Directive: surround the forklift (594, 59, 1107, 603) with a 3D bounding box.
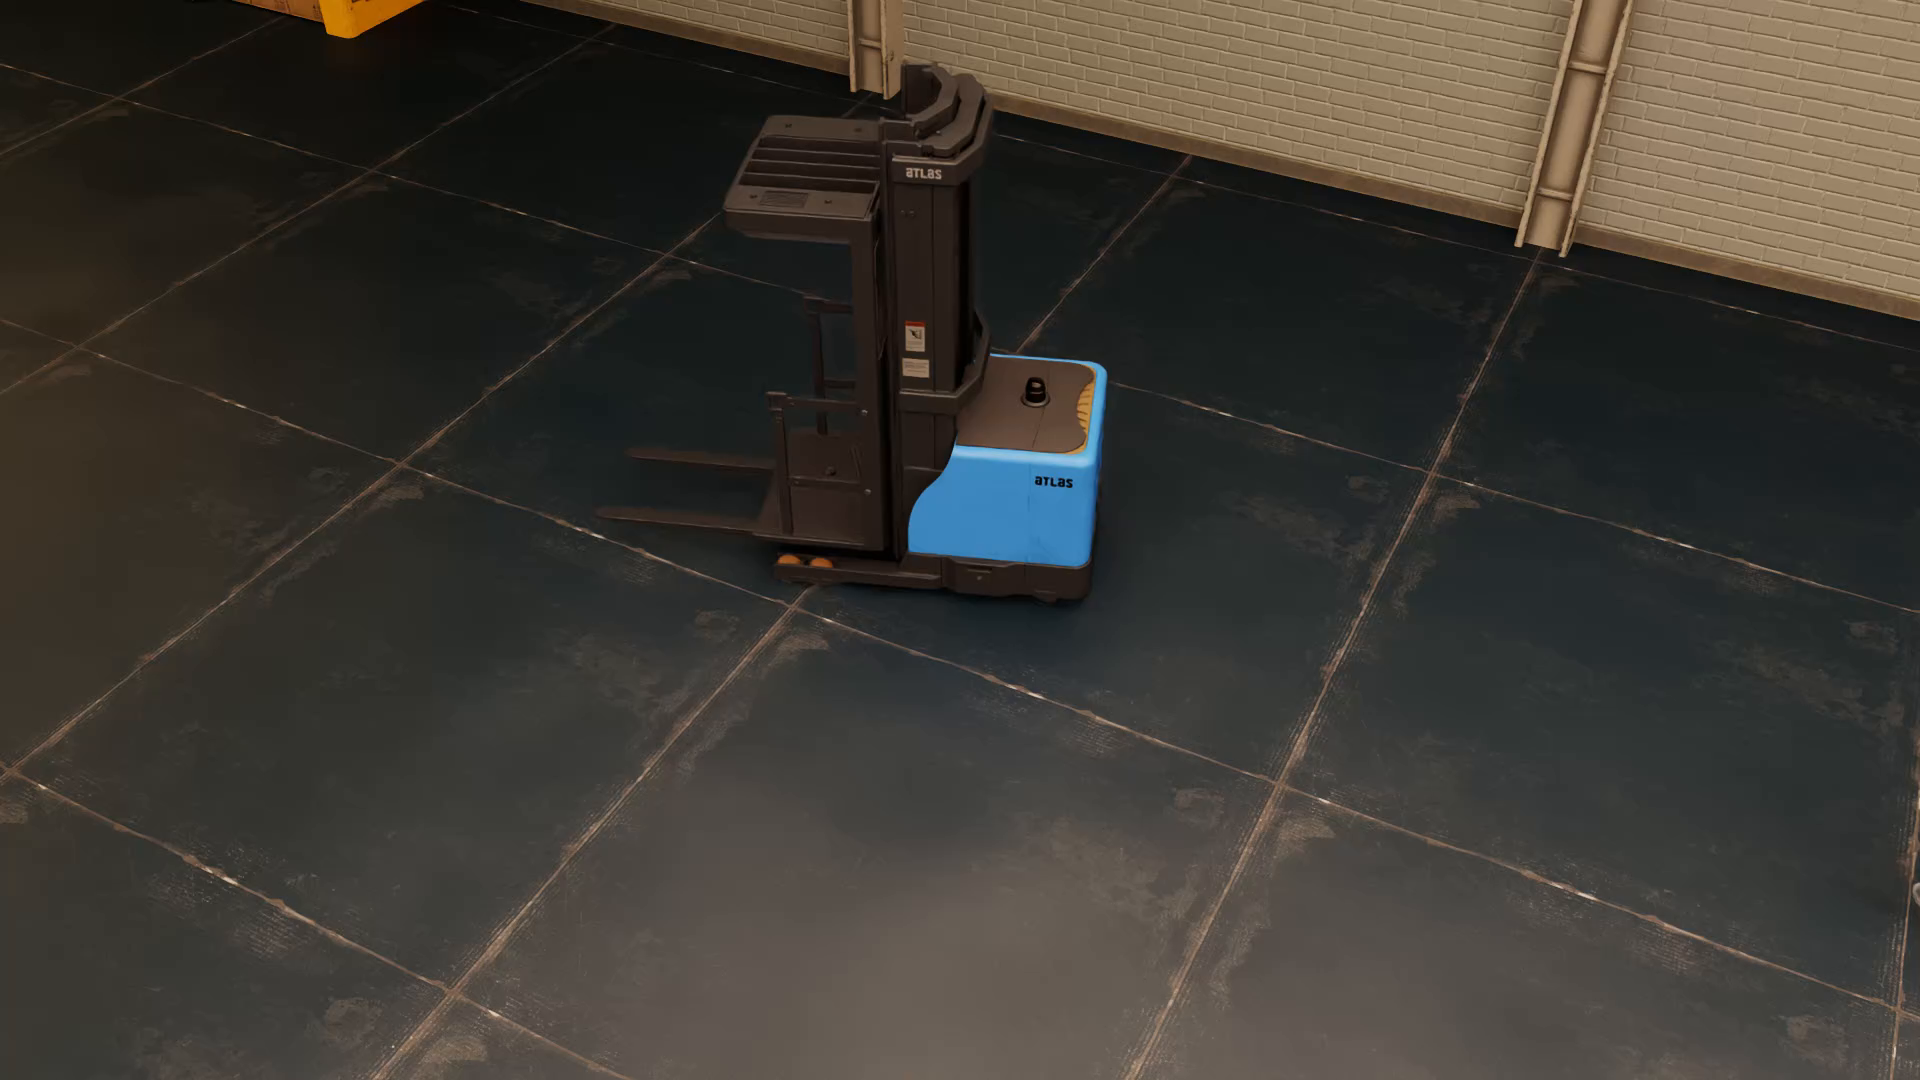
[{"bbox_3d":[-0.677,-1.181,9.389,3.031,2.935,1.130,5,40,6],"label":"forklift"}]
